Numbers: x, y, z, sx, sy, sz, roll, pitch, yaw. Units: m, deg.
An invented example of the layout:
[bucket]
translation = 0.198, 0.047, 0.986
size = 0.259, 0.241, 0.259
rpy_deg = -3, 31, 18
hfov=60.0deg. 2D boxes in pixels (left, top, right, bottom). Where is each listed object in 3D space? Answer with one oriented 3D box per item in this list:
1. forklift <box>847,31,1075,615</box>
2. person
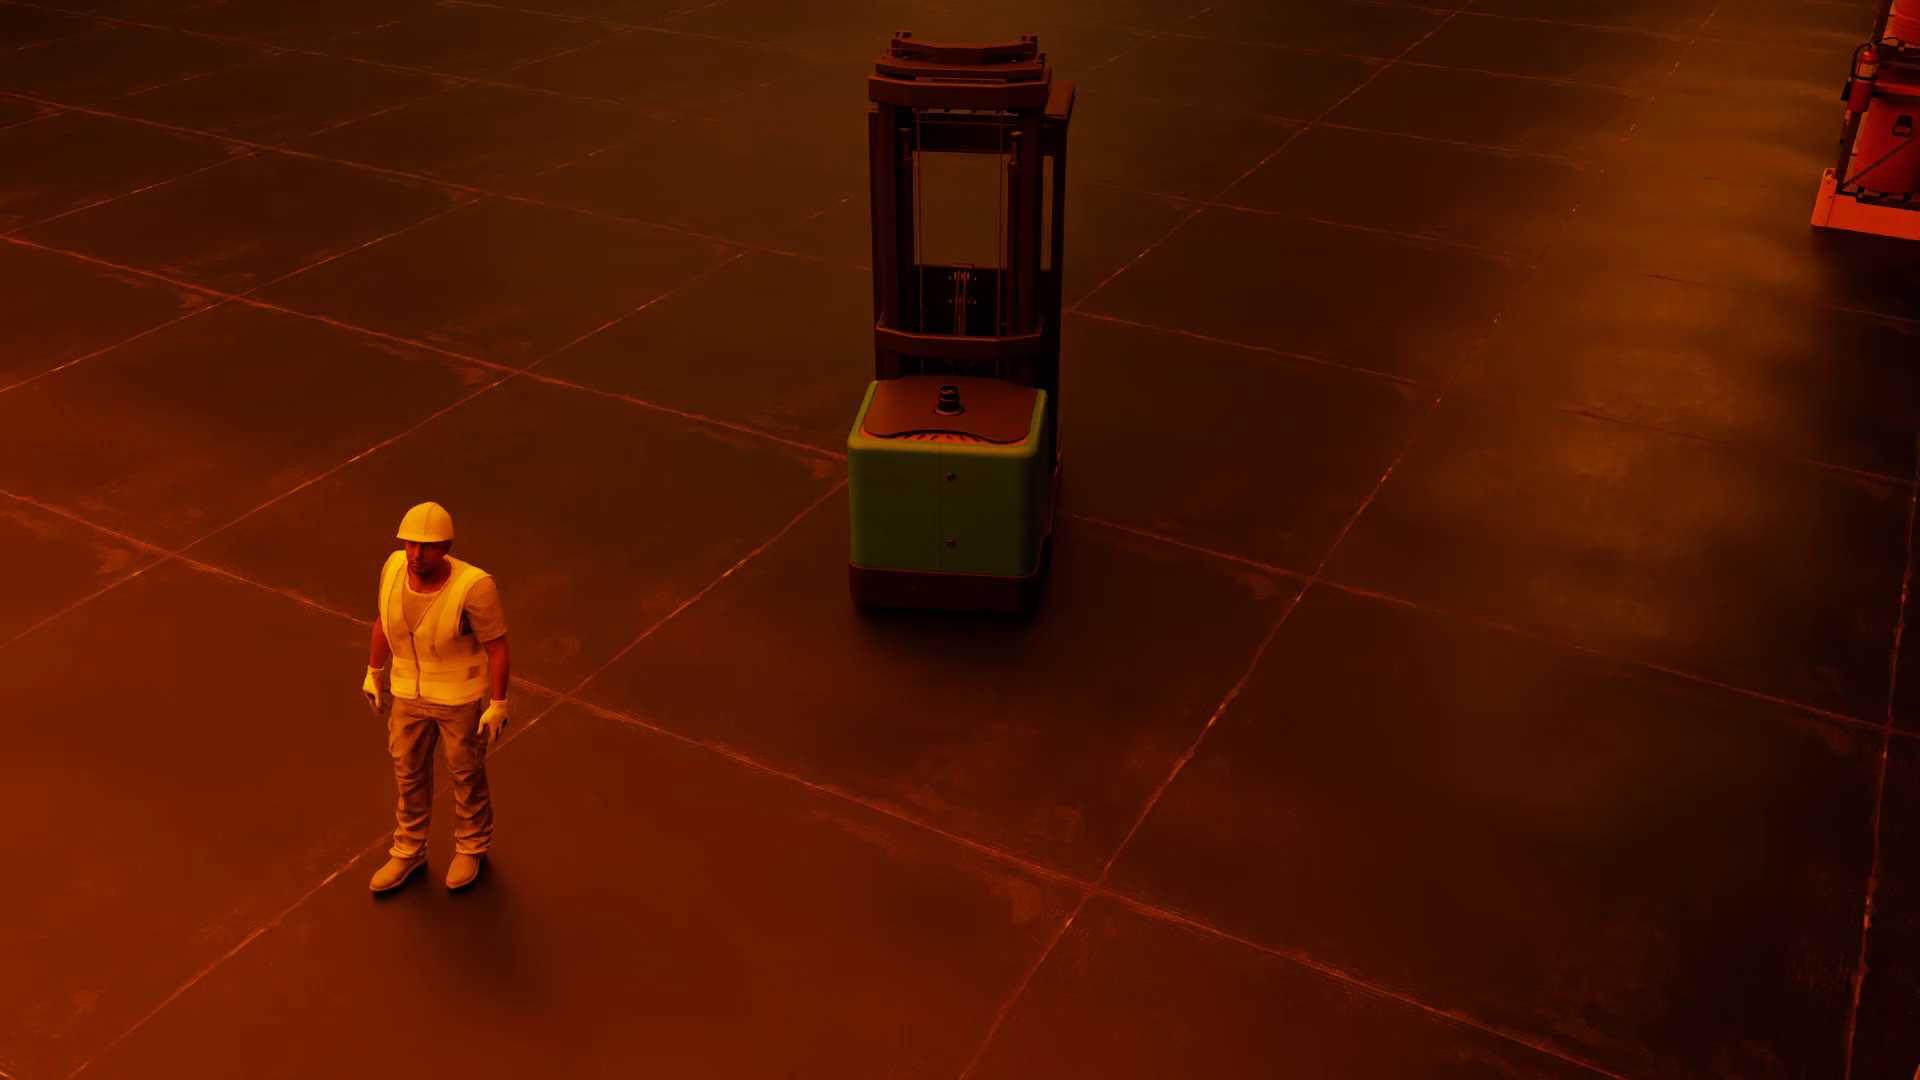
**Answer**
[forklift]
translation = 0.072, -1.572, 9.794
size = 1.130, 2.935, 3.031
rpy_deg = 3, 30, 6
[person]
translation = -2.231, 0.691, 7.013
size = 0.656, 1.779, 0.576
rpy_deg = 8, 31, 14
